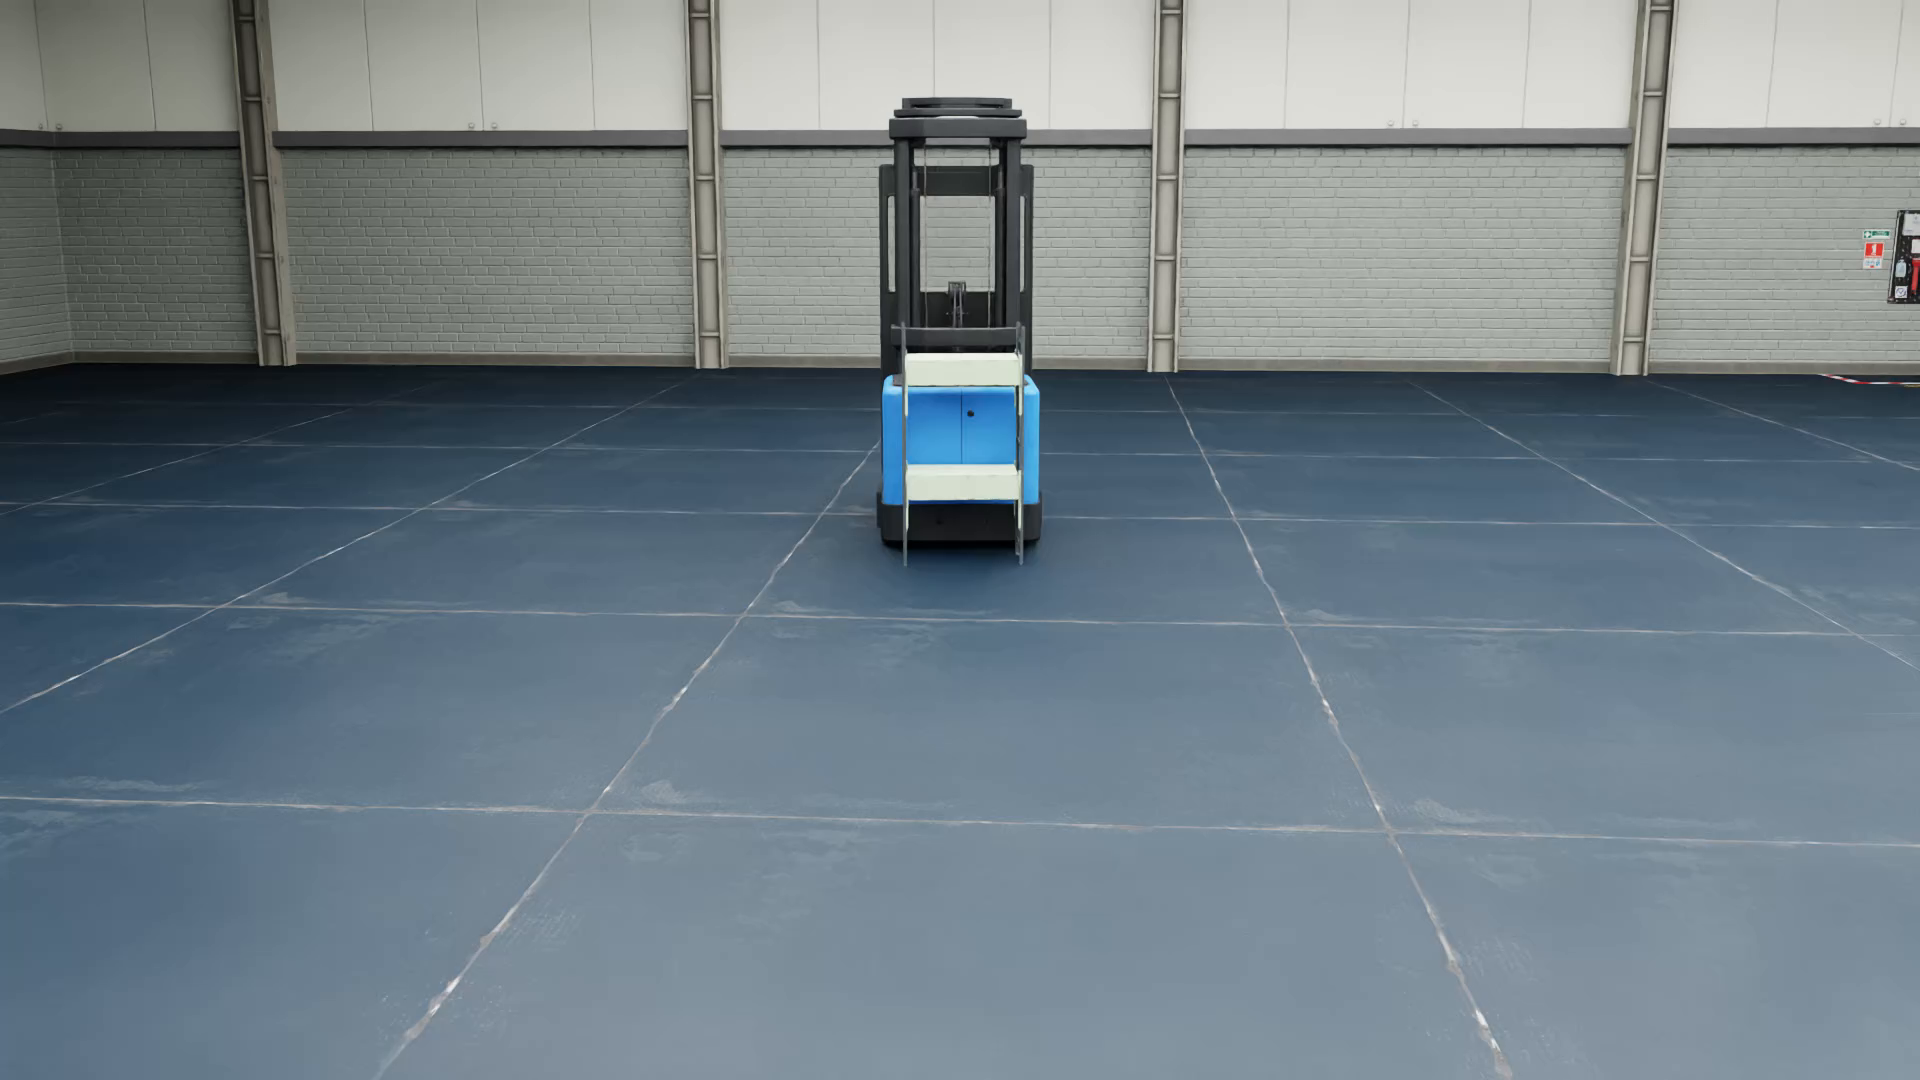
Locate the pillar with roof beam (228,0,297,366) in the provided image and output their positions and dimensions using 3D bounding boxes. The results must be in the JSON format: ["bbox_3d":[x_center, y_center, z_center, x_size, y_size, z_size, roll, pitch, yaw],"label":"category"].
[{"bbox_3d":[-9.596,-5.919,17.588,0.400,9.000,9.100,1,12,4],"label":"pillar with roof beam"}]

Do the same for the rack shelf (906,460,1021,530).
[{"bbox_3d":[0.014,-0.291,10.587,0.720,0.370,0.431,0,12,-2],"label":"rack shelf"}]

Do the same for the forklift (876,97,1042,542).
[{"bbox_3d":[-0.035,-1.669,12.090,1.130,2.935,3.031,0,12,-2],"label":"forklift"}]

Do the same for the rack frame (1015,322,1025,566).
[{"bbox_3d":[0.379,-0.613,10.535,0.023,1.500,0.400,0,12,-2],"label":"rack frame"}]

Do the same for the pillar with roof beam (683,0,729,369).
[{"bbox_3d":[-3.610,-5.837,17.195,0.400,9.000,9.100,1,12,4],"label":"pillar with roof beam"}]

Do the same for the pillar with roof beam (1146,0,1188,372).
[{"bbox_3d":[2.377,-5.755,16.803,0.400,9.000,9.100,1,12,4],"label":"pillar with roof beam"}]

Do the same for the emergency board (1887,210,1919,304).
[{"bbox_3d":[12.175,-3.576,21.036,0.643,1.169,0.194,1,12,4],"label":"emergency board"}]

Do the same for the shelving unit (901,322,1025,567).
[{"bbox_3d":[0.014,-0.610,10.520,0.755,1.500,0.431,0,12,-2],"label":"shelving unit"}]

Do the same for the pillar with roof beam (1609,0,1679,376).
[{"bbox_3d":[8.364,-5.673,16.411,0.400,9.000,9.100,1,12,4],"label":"pillar with roof beam"}]

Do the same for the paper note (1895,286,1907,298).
[{"bbox_3d":[12.003,-3.161,21.205,0.142,0.148,0.016,1,12,4],"label":"paper note"}]

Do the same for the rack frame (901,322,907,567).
[{"bbox_3d":[-0.352,-0.607,10.506,0.023,1.500,0.400,0,12,-2],"label":"rack frame"}]

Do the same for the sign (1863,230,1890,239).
[{"bbox_3d":[11.634,-3.879,21.106,0.331,0.109,0.001,1,12,4],"label":"sign"}]

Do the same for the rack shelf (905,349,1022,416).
[{"bbox_3d":[0.014,-0.992,10.440,0.720,0.370,0.431,0,12,-2],"label":"rack shelf"}]

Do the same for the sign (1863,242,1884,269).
[{"bbox_3d":[11.630,-3.622,21.169,0.234,0.329,0.001,1,12,4],"label":"sign"}]
